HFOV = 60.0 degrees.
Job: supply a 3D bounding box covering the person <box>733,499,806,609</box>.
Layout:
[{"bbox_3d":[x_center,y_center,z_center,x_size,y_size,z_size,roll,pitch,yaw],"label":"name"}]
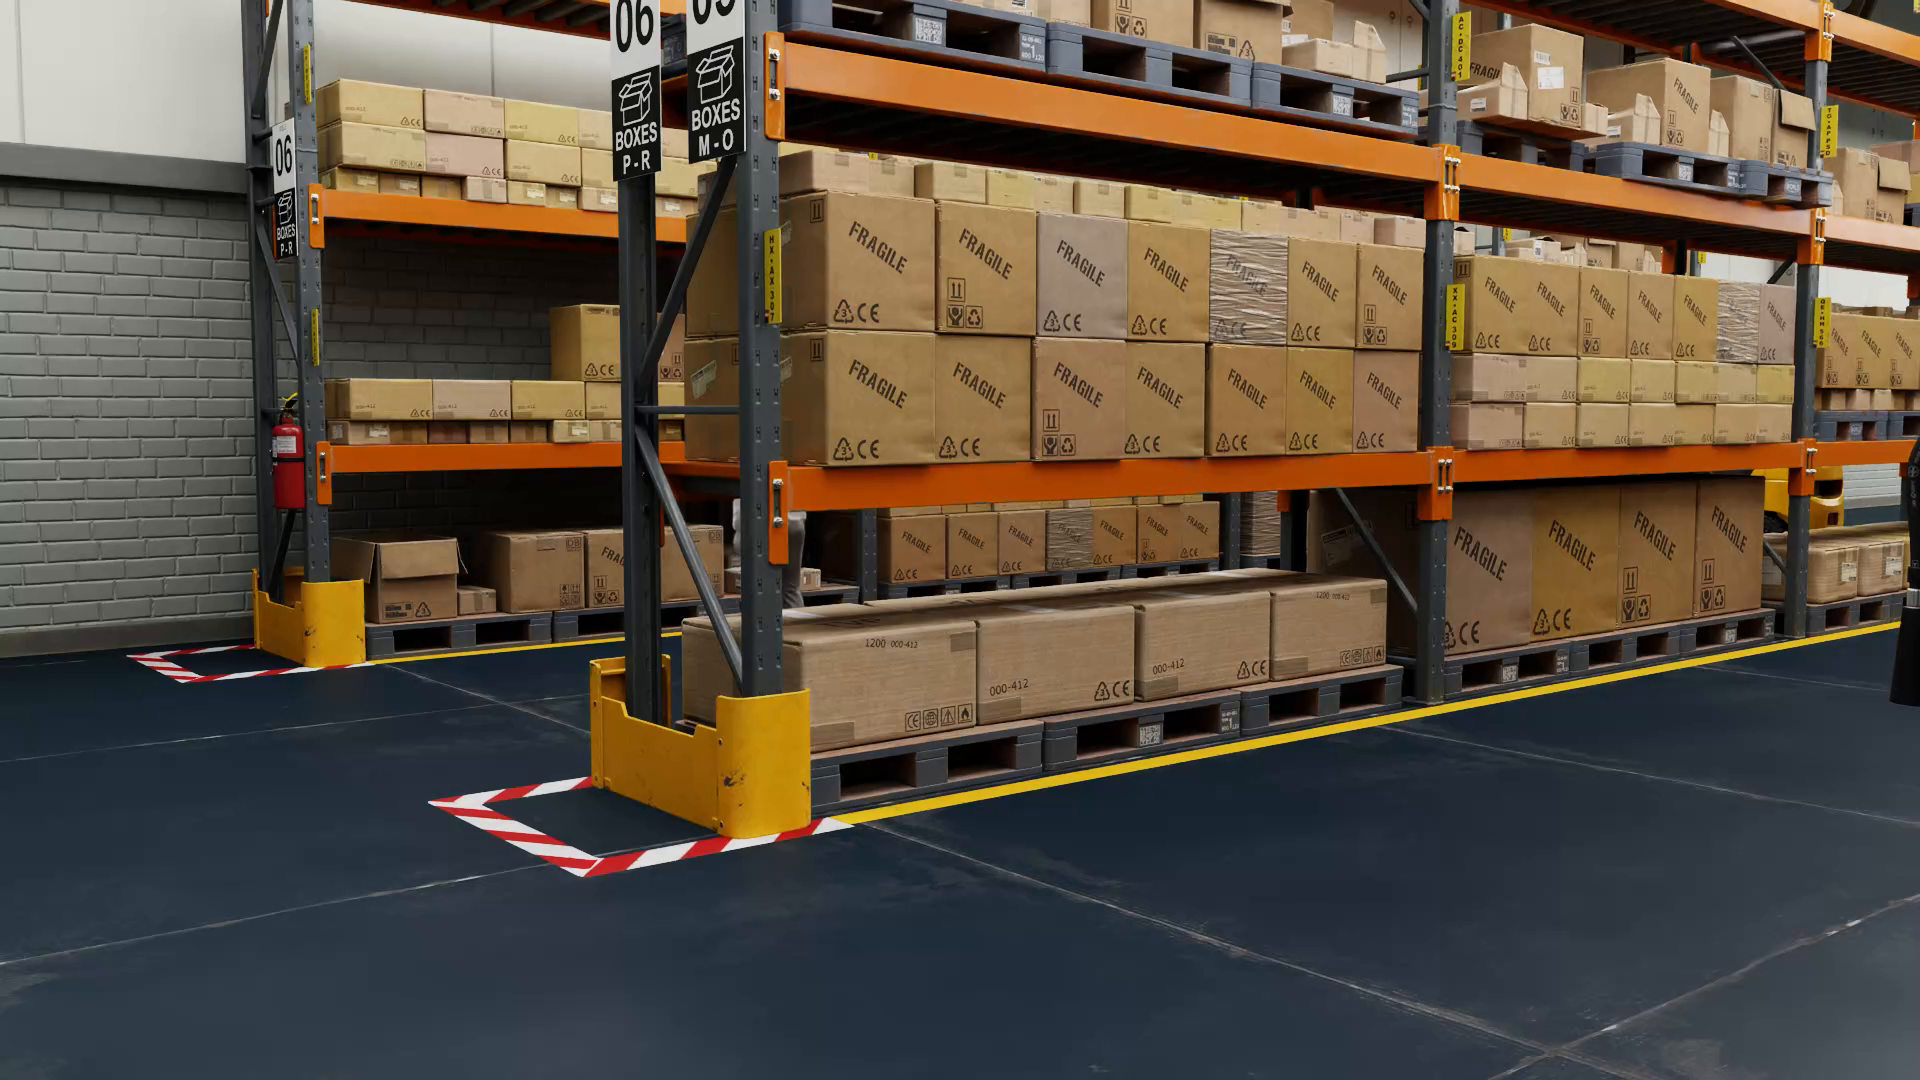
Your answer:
[{"bbox_3d":[-1.080,-0.052,9.479,0.472,1.662,0.327,-3,6,-38],"label":"person"}]
